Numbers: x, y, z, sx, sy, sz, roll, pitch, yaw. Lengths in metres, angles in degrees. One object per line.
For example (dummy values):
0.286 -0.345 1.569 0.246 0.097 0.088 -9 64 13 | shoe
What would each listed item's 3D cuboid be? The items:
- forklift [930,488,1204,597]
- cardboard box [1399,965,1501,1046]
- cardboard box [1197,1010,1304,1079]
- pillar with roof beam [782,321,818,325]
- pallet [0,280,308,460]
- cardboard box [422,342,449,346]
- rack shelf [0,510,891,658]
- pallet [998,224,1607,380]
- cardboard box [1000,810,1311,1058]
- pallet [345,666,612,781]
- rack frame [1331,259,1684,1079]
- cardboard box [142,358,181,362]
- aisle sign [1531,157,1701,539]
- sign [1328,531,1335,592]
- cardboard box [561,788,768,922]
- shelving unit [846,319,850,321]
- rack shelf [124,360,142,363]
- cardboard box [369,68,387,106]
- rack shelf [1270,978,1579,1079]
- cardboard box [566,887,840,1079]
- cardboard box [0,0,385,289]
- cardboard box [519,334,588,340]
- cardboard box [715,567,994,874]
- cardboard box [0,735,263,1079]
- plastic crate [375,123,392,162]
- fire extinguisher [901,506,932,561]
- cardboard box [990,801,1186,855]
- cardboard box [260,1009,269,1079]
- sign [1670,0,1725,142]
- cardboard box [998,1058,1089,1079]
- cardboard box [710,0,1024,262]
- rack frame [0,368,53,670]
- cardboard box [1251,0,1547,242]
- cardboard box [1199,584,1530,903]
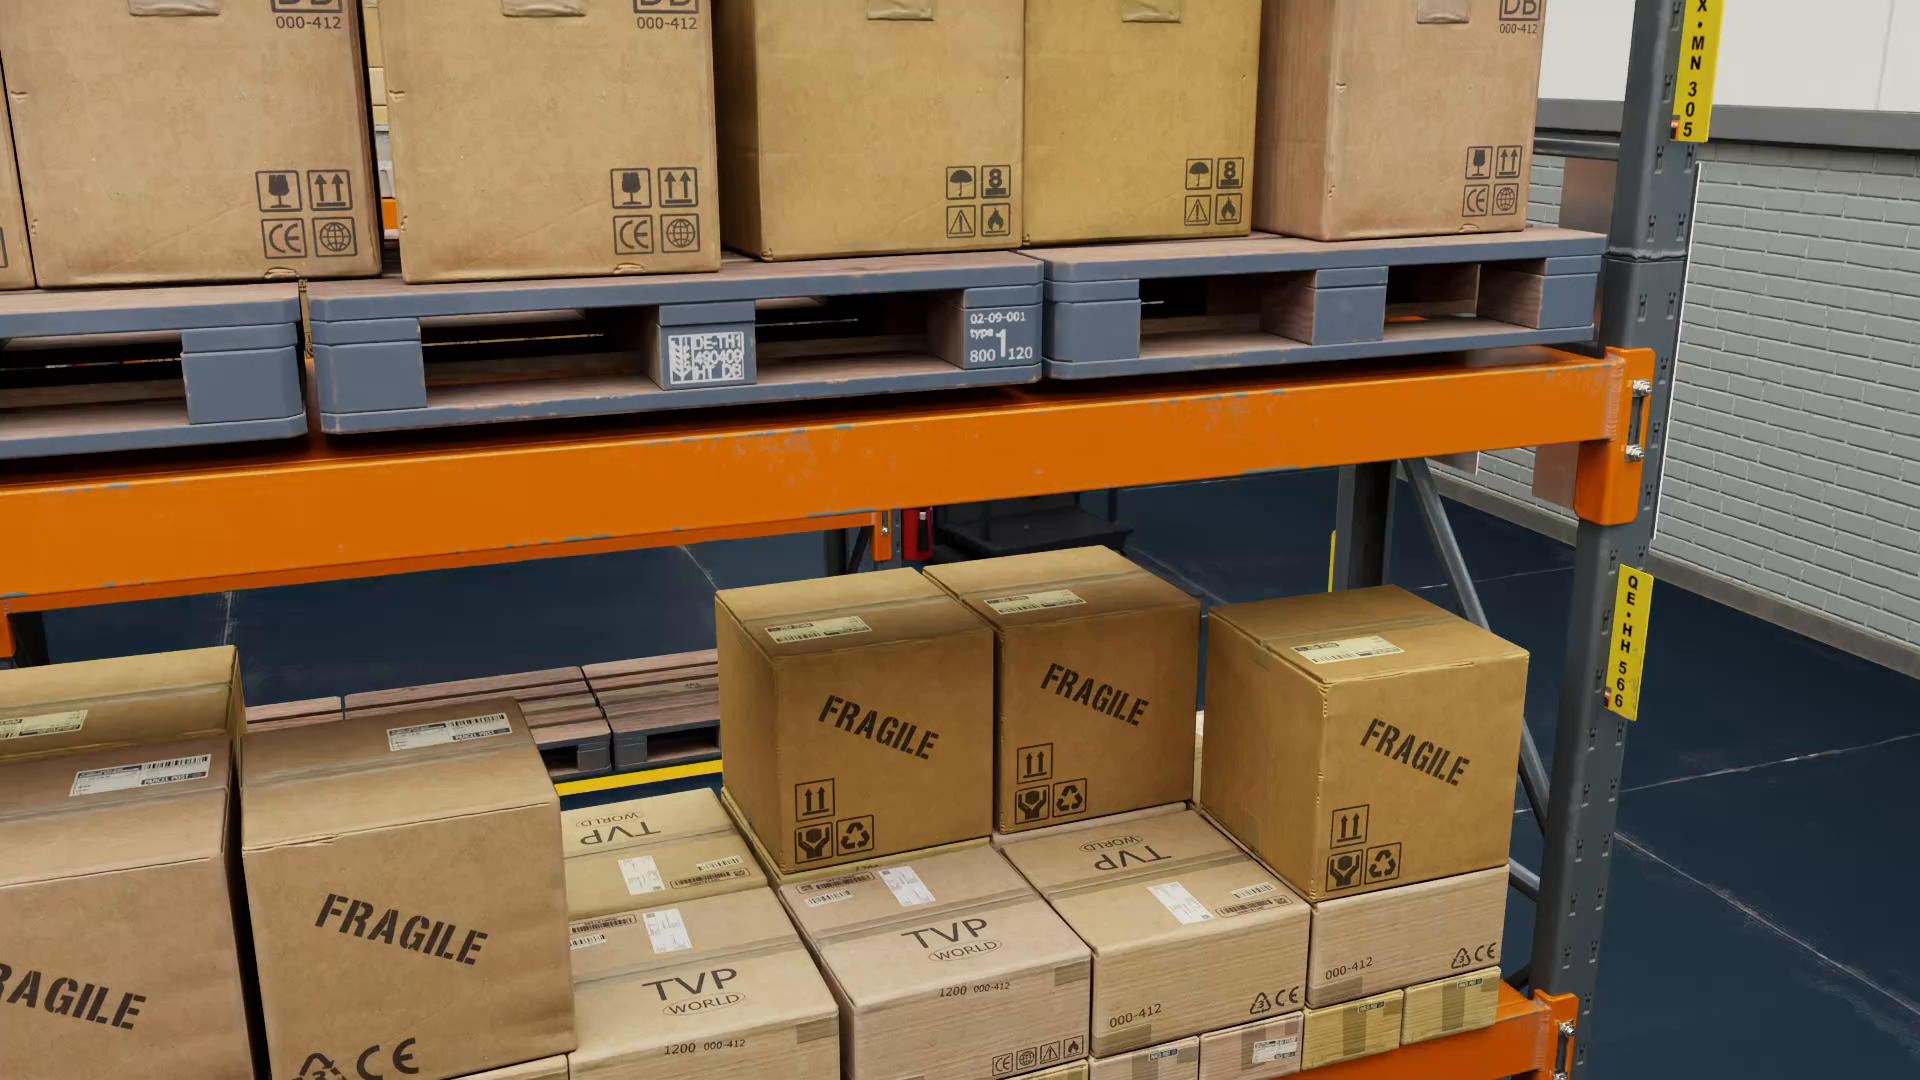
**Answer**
0.468 -1.188 10.941 1.130 2.935 3.031 -9 19 -28 | forklift
1.029 0.987 3.858 0.250 0.149 0.380 -6 17 -19 | cardboard box
0.551 1.039 3.682 0.250 0.149 0.380 -6 17 -20 | cardboard box
-0.322 -5.411 14.554 0.400 9.000 9.100 -6 17 -20 | pillar with roof beam
-1.724 -0.329 2.728 1.213 0.211 1.003 -6 17 -20 | pallet
-4.040 -1.641 12.185 0.500 0.500 0.500 -6 18 -21 | cardboard box
-2.396 -0.012 8.092 4.000 0.370 1.077 -6 17 -20 | rack shelf
0.554 -0.575 3.566 1.213 0.211 1.003 -6 17 -20 | pallet
0.412 0.843 3.642 0.500 0.250 0.500 -6 18 -21 | cardboard box
-2.450 0.974 8.407 1.213 0.211 1.003 -6 17 -20 | pallet
1.243 0.744 4.240 0.127 3.000 1.000 -6 17 -20 | rack frame
-5.460 -1.487 11.660 0.500 0.500 0.500 -6 17 -19 | cardboard box
1.418 -0.431 3.630 0.004 0.787 0.394 -6 17 -20 | aisle sign
1.050 0.144 4.606 0.005 0.325 0.100 -6 17 -20 | sign
-0.740 0.809 3.759 0.500 0.250 0.500 -7 18 -21 | cardboard box
-0.424 -0.929 12.600 0.755 1.500 0.431 -9 18 -28 | shelving unit
-4.165 -1.316 12.532 4.000 0.370 1.077 -6 17 -20 | rack shelf
-4.086 -3.199 11.722 0.500 0.250 0.500 -6 17 -20 | cardboard box
-0.624 1.291 3.655 4.000 0.370 1.077 -6 17 -20 | rack shelf
-0.548 0.948 3.284 0.500 0.250 0.500 -6 17 -20 | cardboard box
-1.279 -0.737 2.860 0.500 0.500 0.700 -5 17 -17 | cardboard box
-3.102 -1.740 12.524 0.500 0.500 0.500 -6 17 -20 | cardboard box
-0.250 0.395 3.836 0.500 0.500 0.500 -7 18 -22 | cardboard box
-1.490 0.688 2.838 0.500 0.500 0.500 -6 17 -20 | cardboard box
-2.709 -1.799 7.787 0.530 0.282 0.437 -6 17 -20 | plastic crate
-0.225 -0.238 8.386 0.183 0.674 0.296 -6 17 -20 | fire extinguisher
0.216 0.705 4.112 0.500 0.250 0.500 -6 18 -21 | cardboard box
-1.493 1.050 2.939 0.500 0.250 0.500 -6 17 -20 | cardboard box
1.425 -0.938 3.213 0.005 0.325 0.100 -6 17 -20 | sign
0.076 1.091 3.506 0.250 0.149 0.380 -7 18 -21 | cardboard box
-0.257 -0.836 3.197 0.500 0.500 0.700 -7 18 -24 | cardboard box
-4.264 -0.156 7.304 0.127 3.000 1.000 -6 17 -20 | rack frame
0.777 -0.926 3.503 0.500 0.500 0.700 -7 18 -23 | cardboard box
0.883 0.432 3.711 0.500 0.500 0.500 -6 17 -19 | cardboard box
